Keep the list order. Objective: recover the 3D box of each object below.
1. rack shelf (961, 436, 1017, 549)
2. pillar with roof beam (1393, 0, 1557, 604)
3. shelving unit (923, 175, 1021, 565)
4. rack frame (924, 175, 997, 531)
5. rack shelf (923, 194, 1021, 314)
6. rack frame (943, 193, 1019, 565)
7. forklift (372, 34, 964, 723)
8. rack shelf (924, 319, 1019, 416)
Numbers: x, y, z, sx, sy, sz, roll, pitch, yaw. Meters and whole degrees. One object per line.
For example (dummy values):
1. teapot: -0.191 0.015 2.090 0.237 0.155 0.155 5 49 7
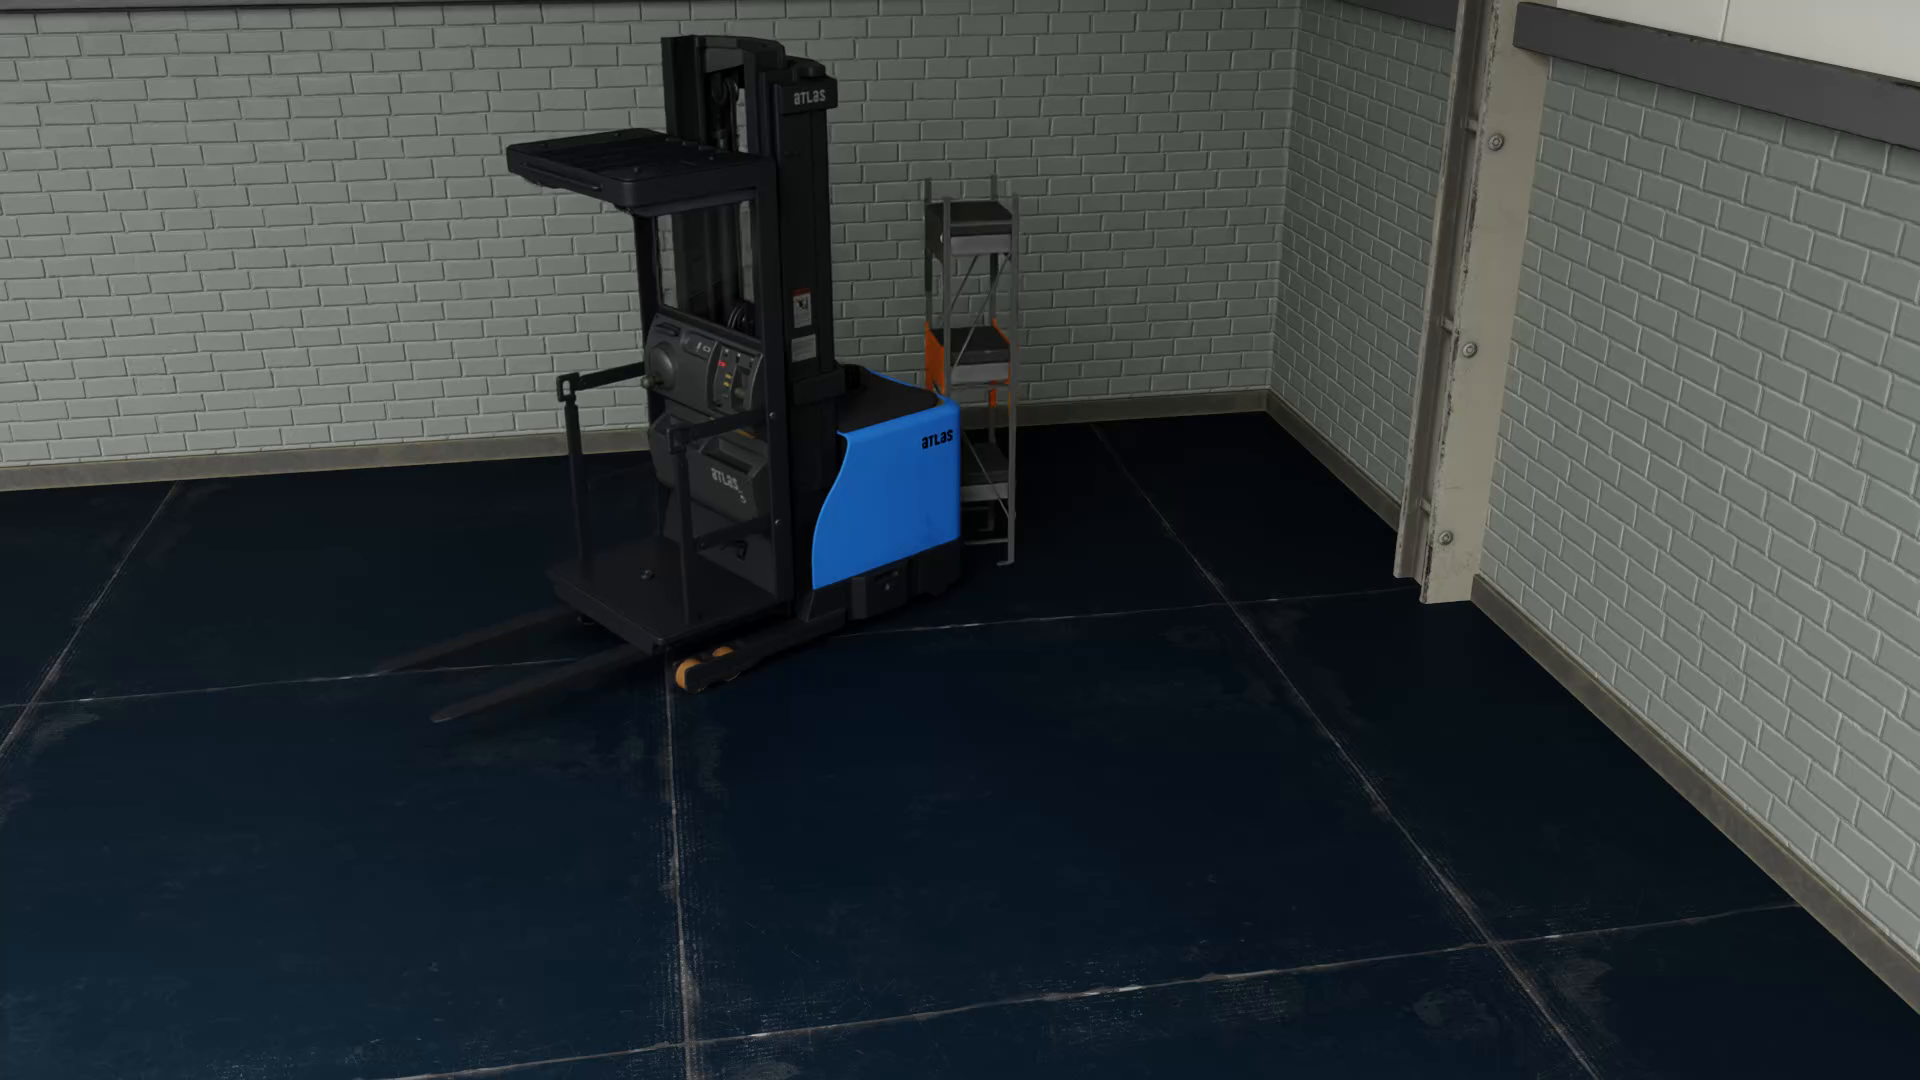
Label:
1. rack shelf: 0.057 -0.257 9.498 0.431 0.518 0.480 -5 24 -11
2. pillar with roof beam: -1.619 -3.550 6.635 9.100 9.000 0.400 -4 24 -10
3. shelving unit: 0.057 -0.912 9.213 0.431 2.100 0.503 -5 24 -11
4. rack frame: 0.005 -1.007 9.432 0.400 2.100 0.015 -5 24 -11
5. rack shelf: 0.057 -1.541 8.939 0.431 0.518 0.480 -5 24 -11
6. rack frame: 0.110 -0.817 8.995 0.400 2.100 0.015 -5 24 -11
7. forklift: -1.413 -0.837 8.003 3.031 2.935 1.130 -20 30 -38
8. rack shelf: 0.057 -0.899 9.219 0.431 0.518 0.480 -5 24 -11
